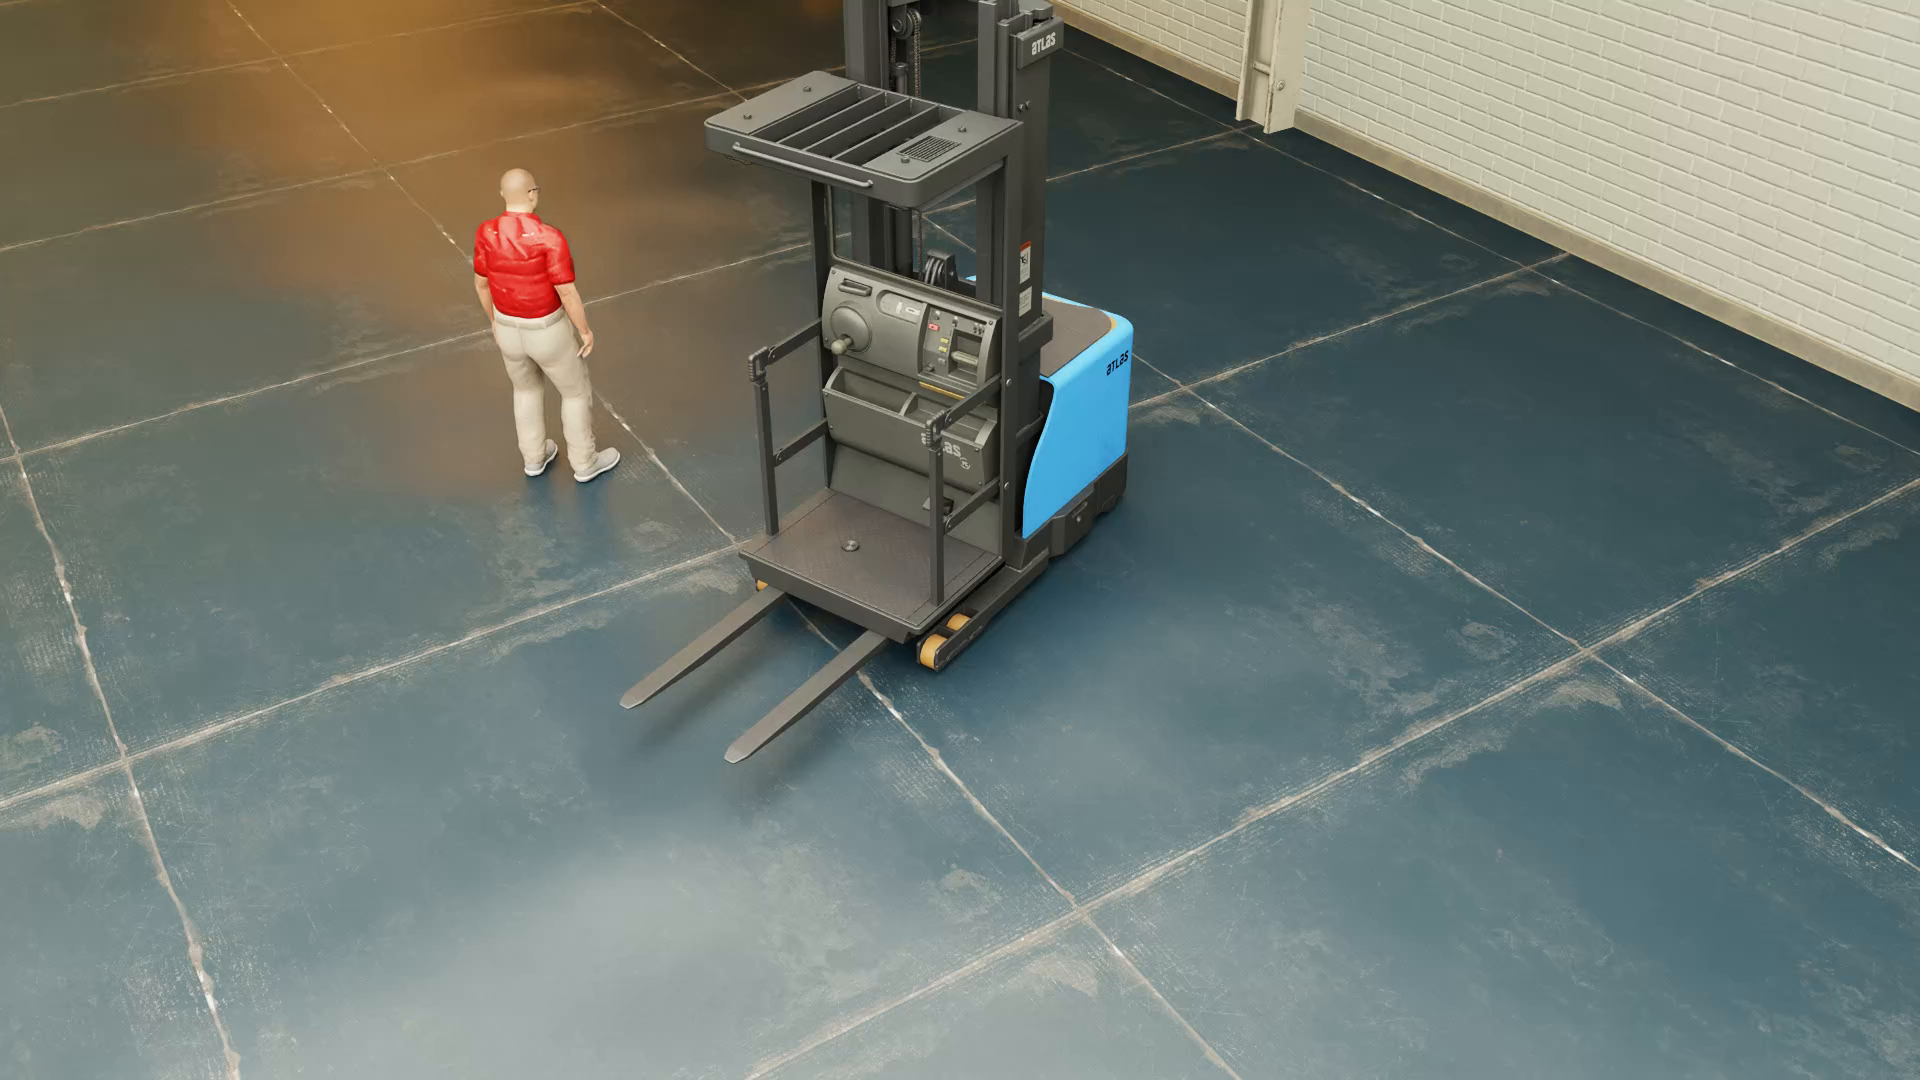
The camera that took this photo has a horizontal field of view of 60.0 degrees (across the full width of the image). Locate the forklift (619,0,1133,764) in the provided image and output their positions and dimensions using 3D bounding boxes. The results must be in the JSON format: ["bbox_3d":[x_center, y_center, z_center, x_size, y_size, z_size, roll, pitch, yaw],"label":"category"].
[{"bbox_3d":[-0.359,-0.903,7.433,1.130,2.935,3.031,22,41,28],"label":"forklift"}]

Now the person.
[{"bbox_3d":[-2.224,-1.114,8.779,0.585,1.727,0.397,9,36,13],"label":"person"}]
